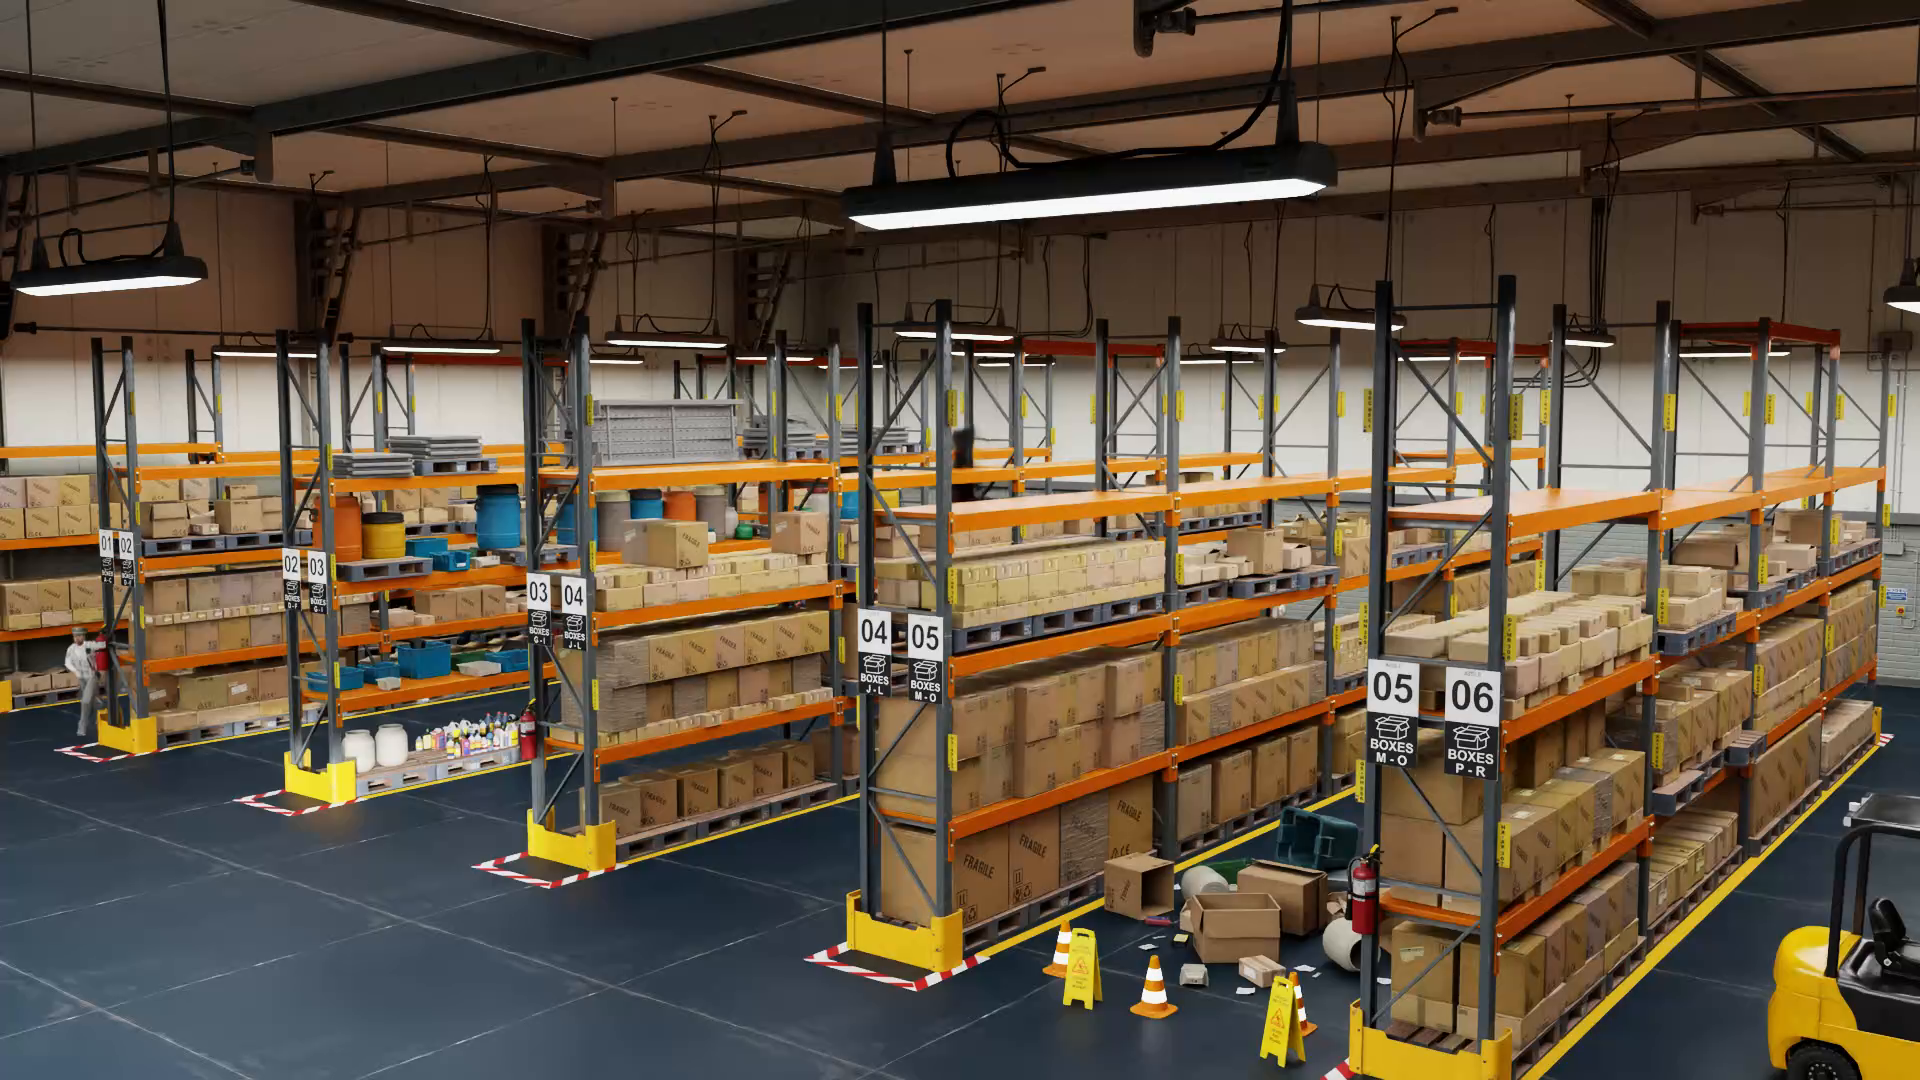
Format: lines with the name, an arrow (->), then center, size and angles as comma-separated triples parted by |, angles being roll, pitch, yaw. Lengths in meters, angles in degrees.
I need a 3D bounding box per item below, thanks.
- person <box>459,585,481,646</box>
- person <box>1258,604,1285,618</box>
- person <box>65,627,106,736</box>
person -> -9.374, 1.632, 31.835 | 0.516, 1.559, 0.663 | 3, 6, 33
person -> 5.984, 1.528, 32.198 | 0.704, 1.697, 0.696 | -2, 5, -24
person -> -13.326, 2.130, 25.544 | 0.583, 1.693, 0.757 | 1, 5, 11
